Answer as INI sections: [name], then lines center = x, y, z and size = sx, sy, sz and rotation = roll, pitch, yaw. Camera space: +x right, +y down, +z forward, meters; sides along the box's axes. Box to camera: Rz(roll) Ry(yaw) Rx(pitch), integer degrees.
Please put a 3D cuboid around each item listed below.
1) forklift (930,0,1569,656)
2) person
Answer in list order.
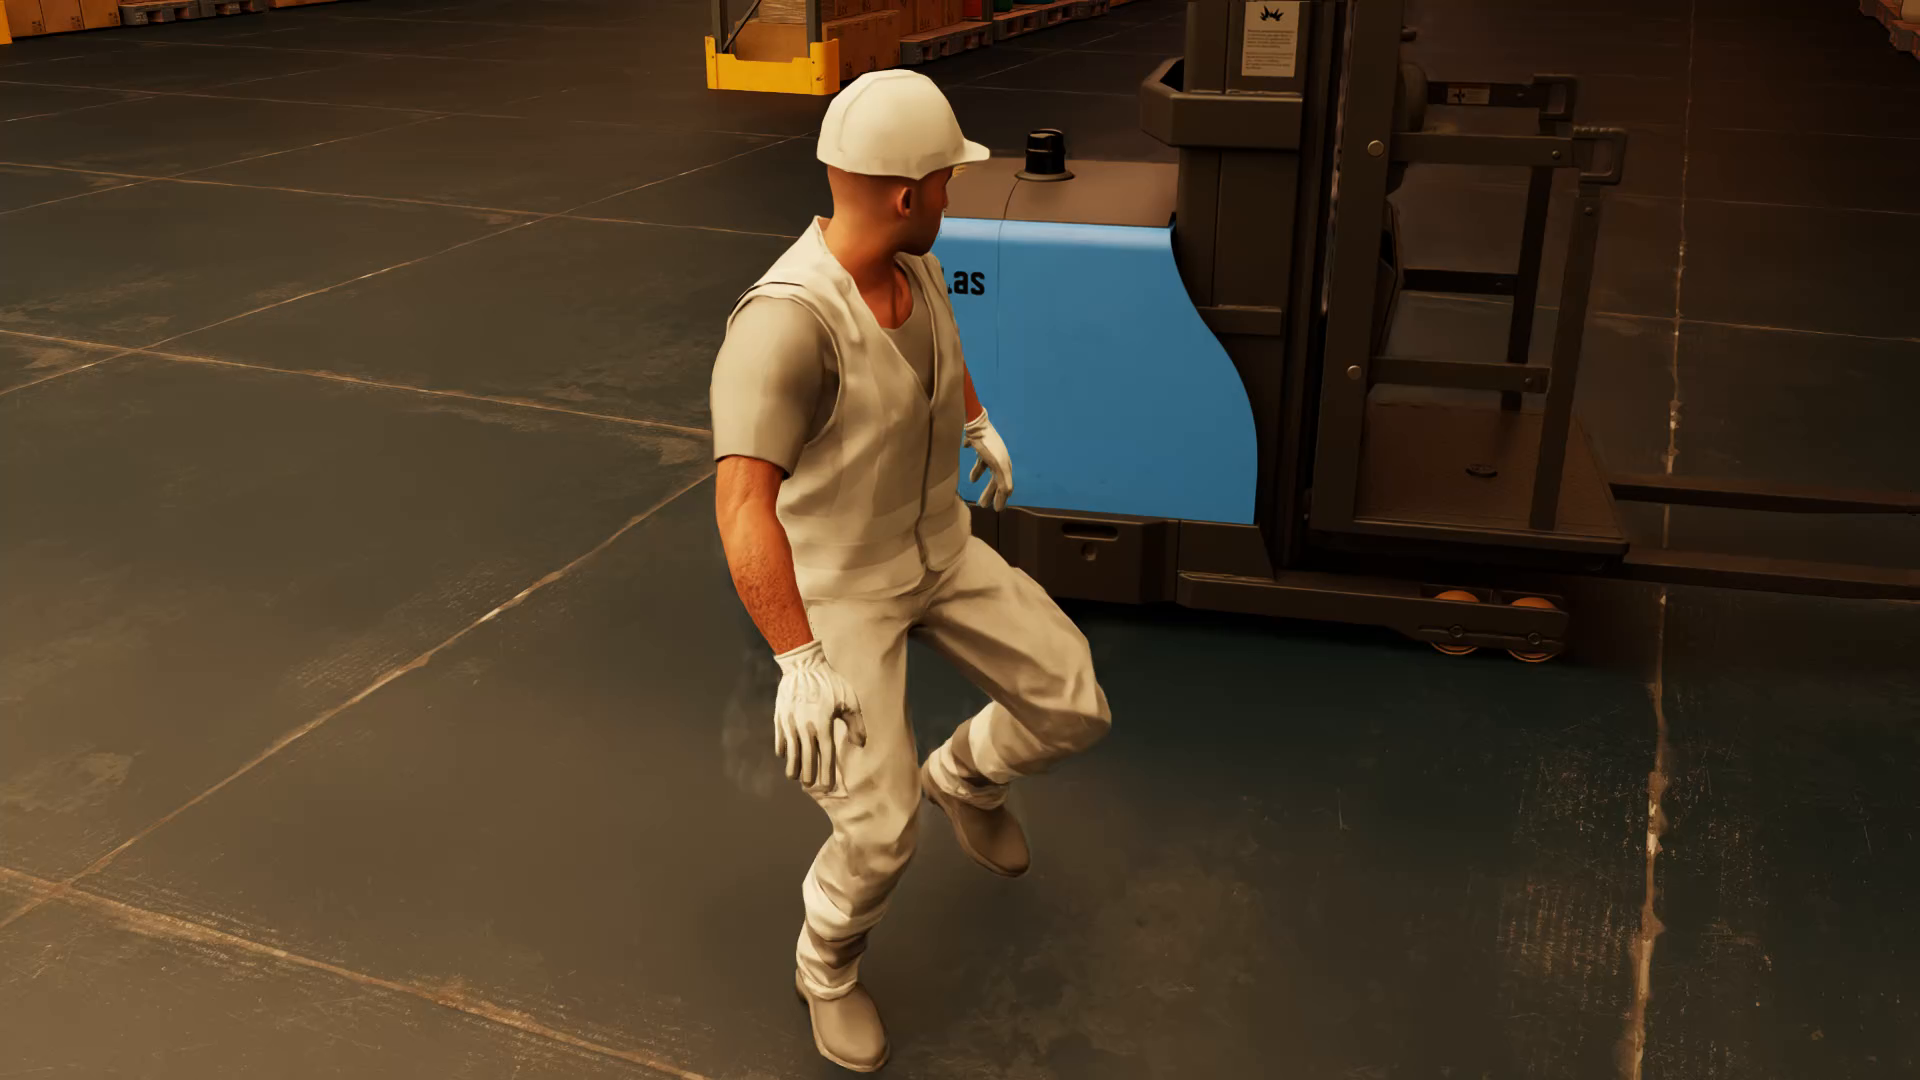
[forklift]
center = 1.328, -1.258, 4.302
size = 3.031, 2.935, 1.130
rotation = 5, 23, 12
[person]
center = -0.085, 0.018, 2.821
size = 0.539, 1.587, 0.908
rotation = 20, 30, 39
